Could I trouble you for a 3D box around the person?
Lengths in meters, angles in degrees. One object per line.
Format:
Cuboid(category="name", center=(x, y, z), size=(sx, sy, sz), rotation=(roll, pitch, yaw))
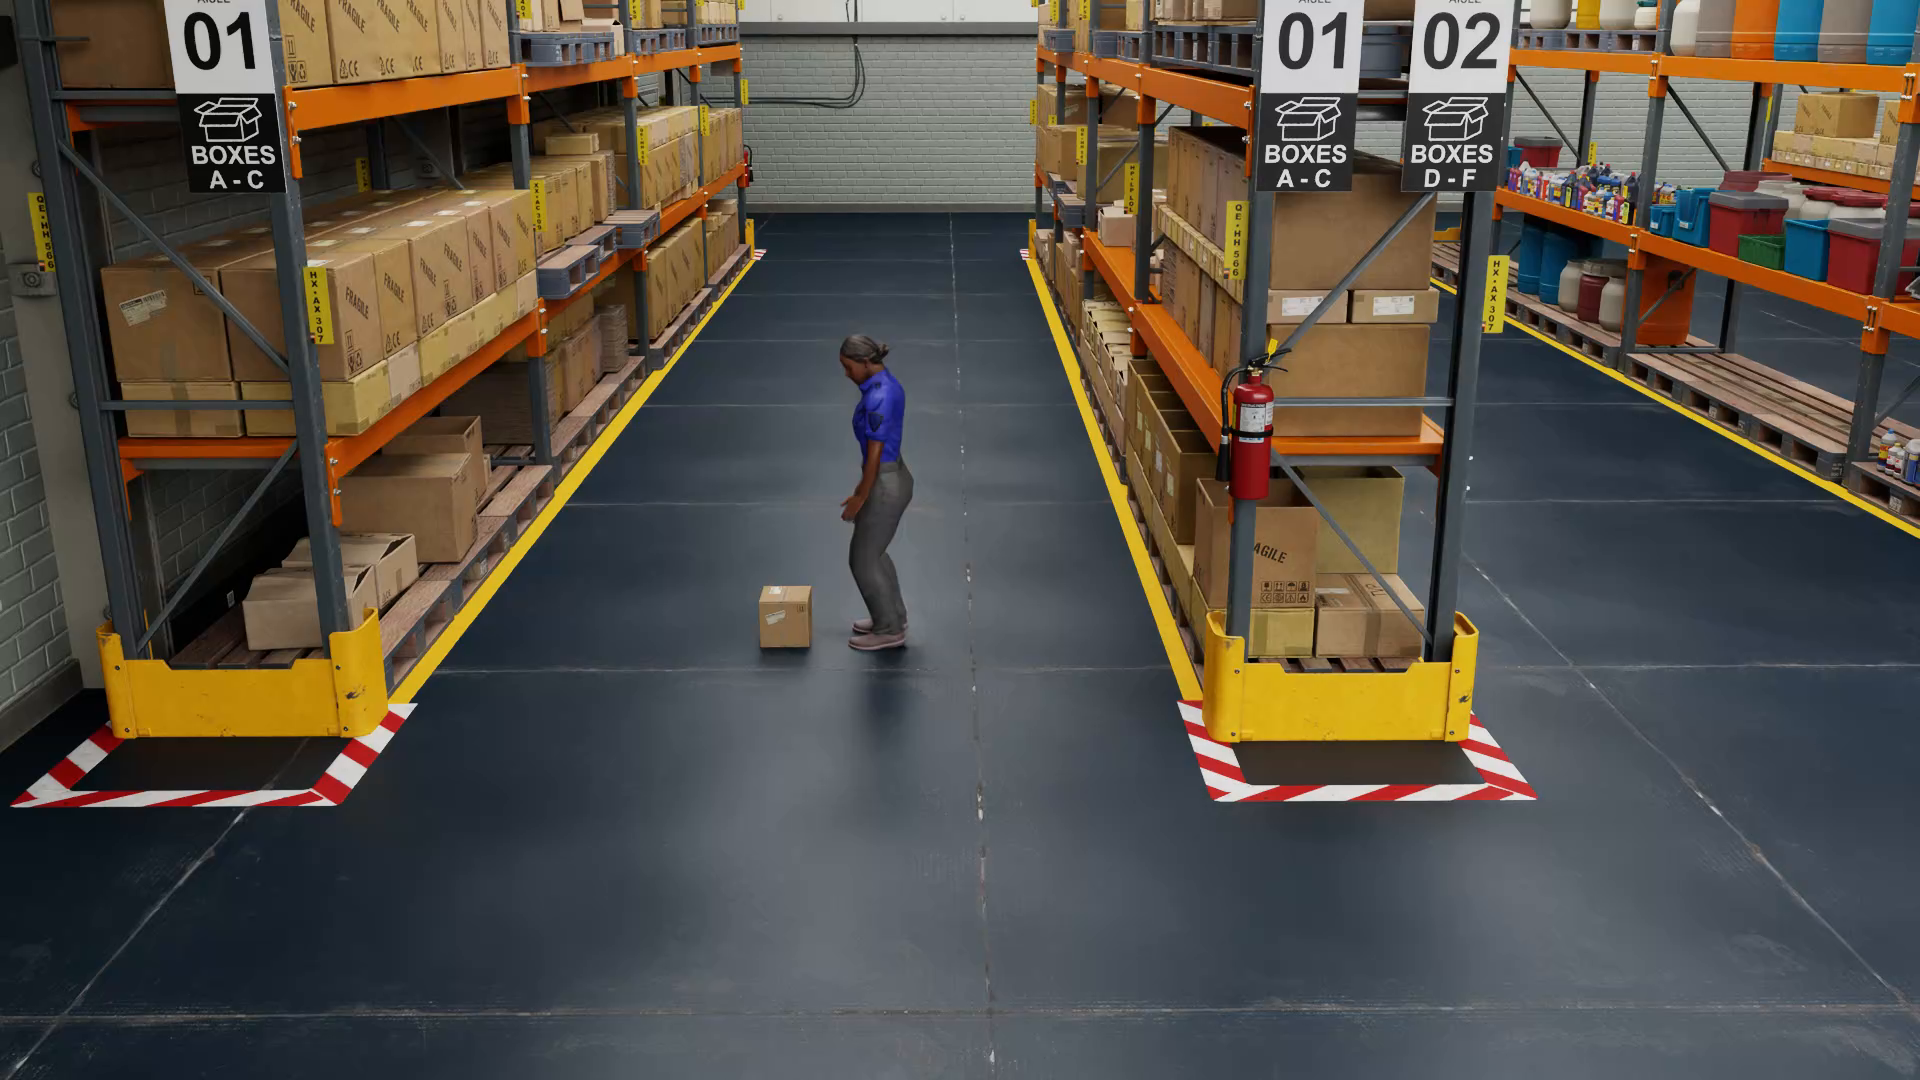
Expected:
Cuboid(category="person", center=(-0.417, -0.243, 8.429), size=(0.361, 1.618, 0.453), rotation=(0, 17, 1))
